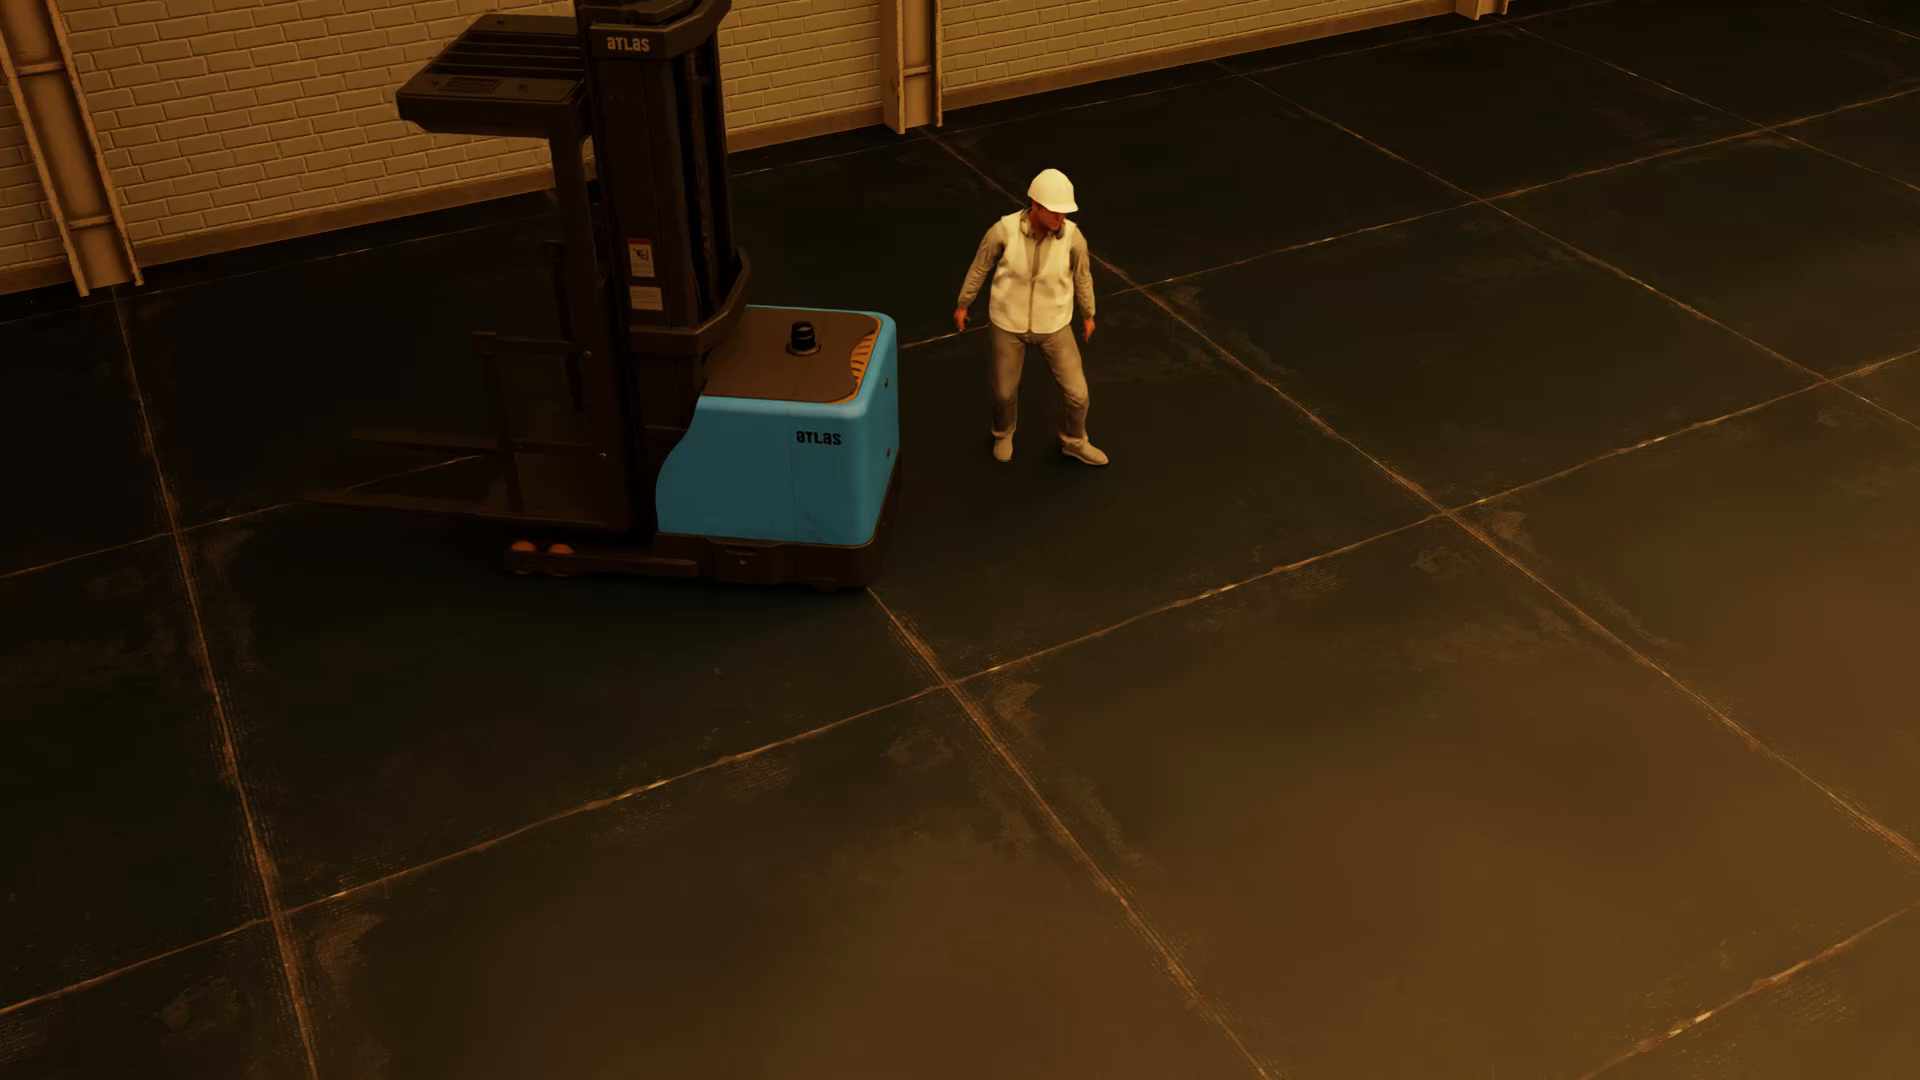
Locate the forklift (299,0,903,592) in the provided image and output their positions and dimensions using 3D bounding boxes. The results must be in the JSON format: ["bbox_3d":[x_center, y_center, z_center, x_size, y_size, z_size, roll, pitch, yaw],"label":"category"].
[{"bbox_3d":[-1.866,-1.307,7.972,3.031,2.935,1.130,4,35,6],"label":"forklift"}]

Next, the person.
[{"bbox_3d":[0.395,-1.166,8.840,0.867,1.745,0.467,1,35,2],"label":"person"}]
